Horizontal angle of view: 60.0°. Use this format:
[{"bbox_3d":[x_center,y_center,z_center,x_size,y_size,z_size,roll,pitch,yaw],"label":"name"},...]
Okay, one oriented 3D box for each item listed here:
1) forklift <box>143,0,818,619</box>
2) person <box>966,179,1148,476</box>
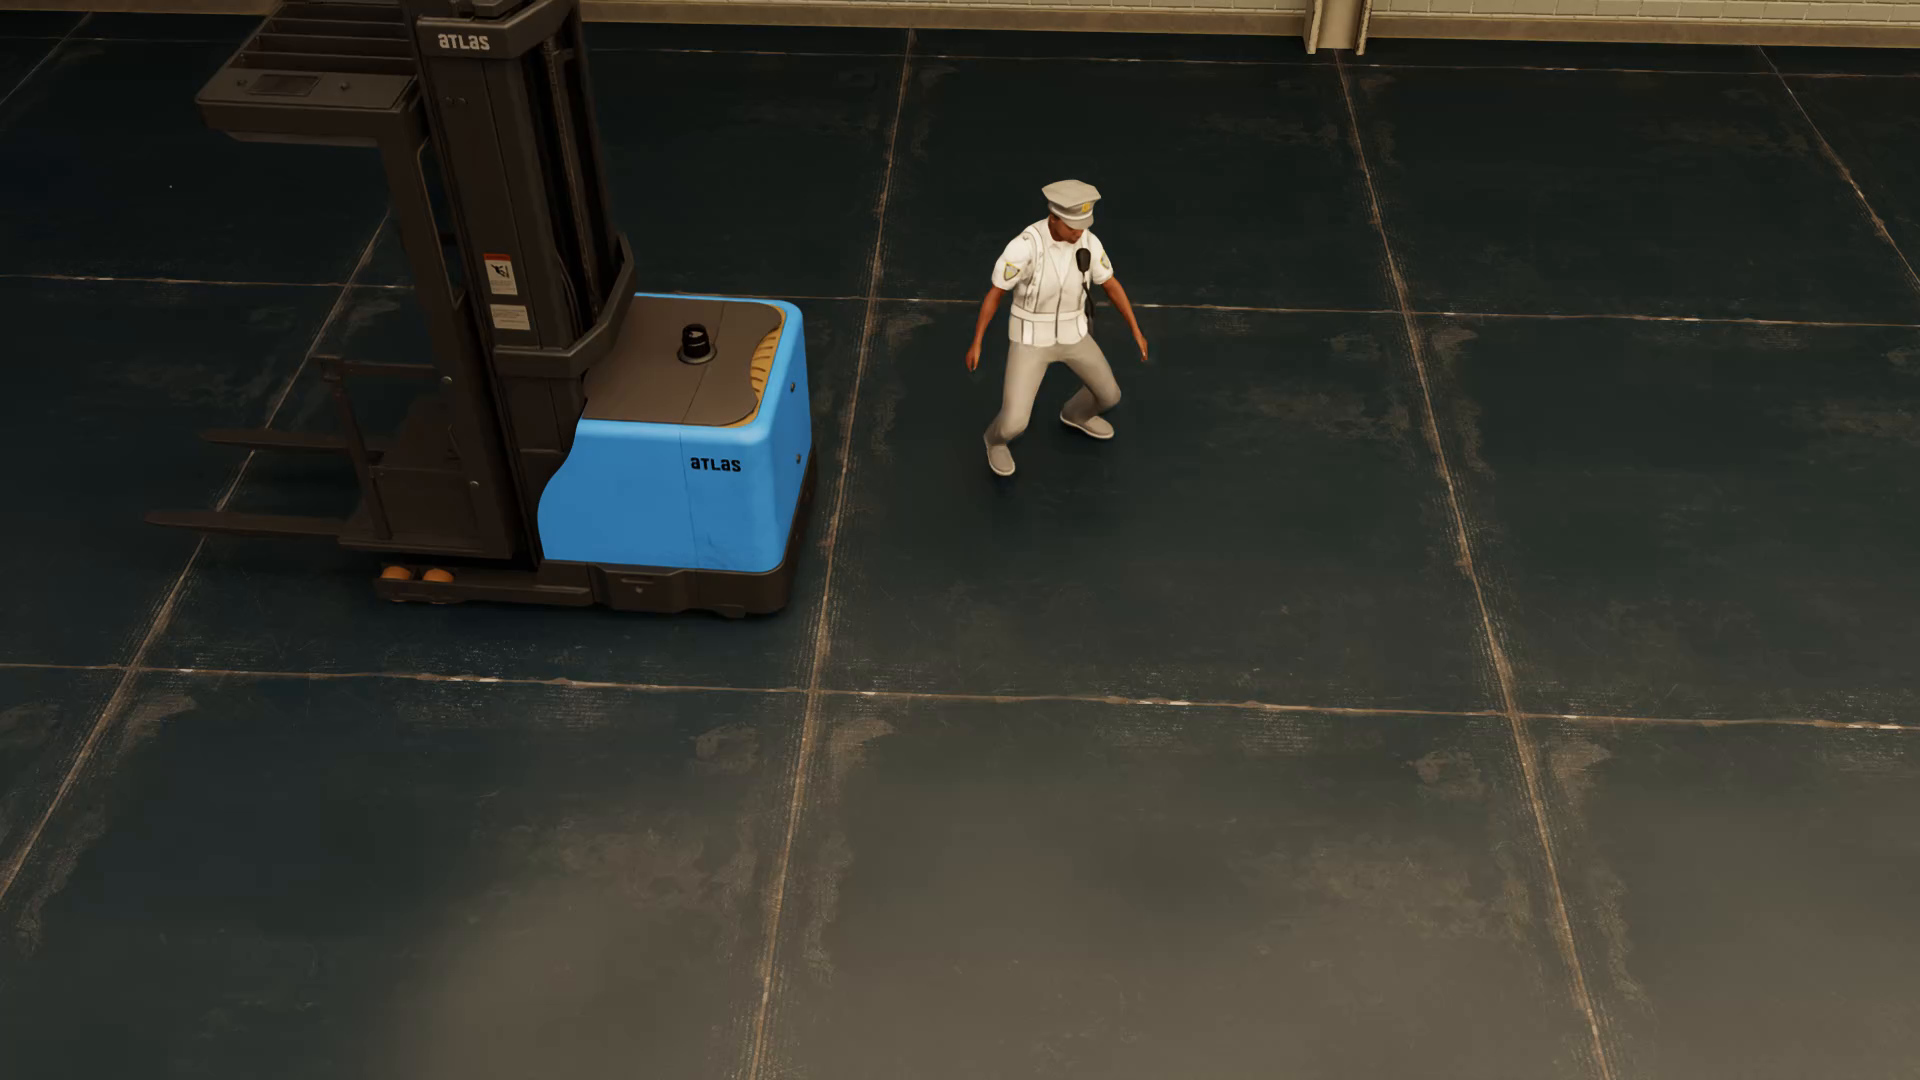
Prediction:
[{"bbox_3d":[-2.243,-1.139,6.990,3.031,2.935,1.130,4,43,4],"label":"forklift"},{"bbox_3d":[0.444,-0.968,7.814,0.851,1.527,0.578,-11,43,-11],"label":"person"}]
